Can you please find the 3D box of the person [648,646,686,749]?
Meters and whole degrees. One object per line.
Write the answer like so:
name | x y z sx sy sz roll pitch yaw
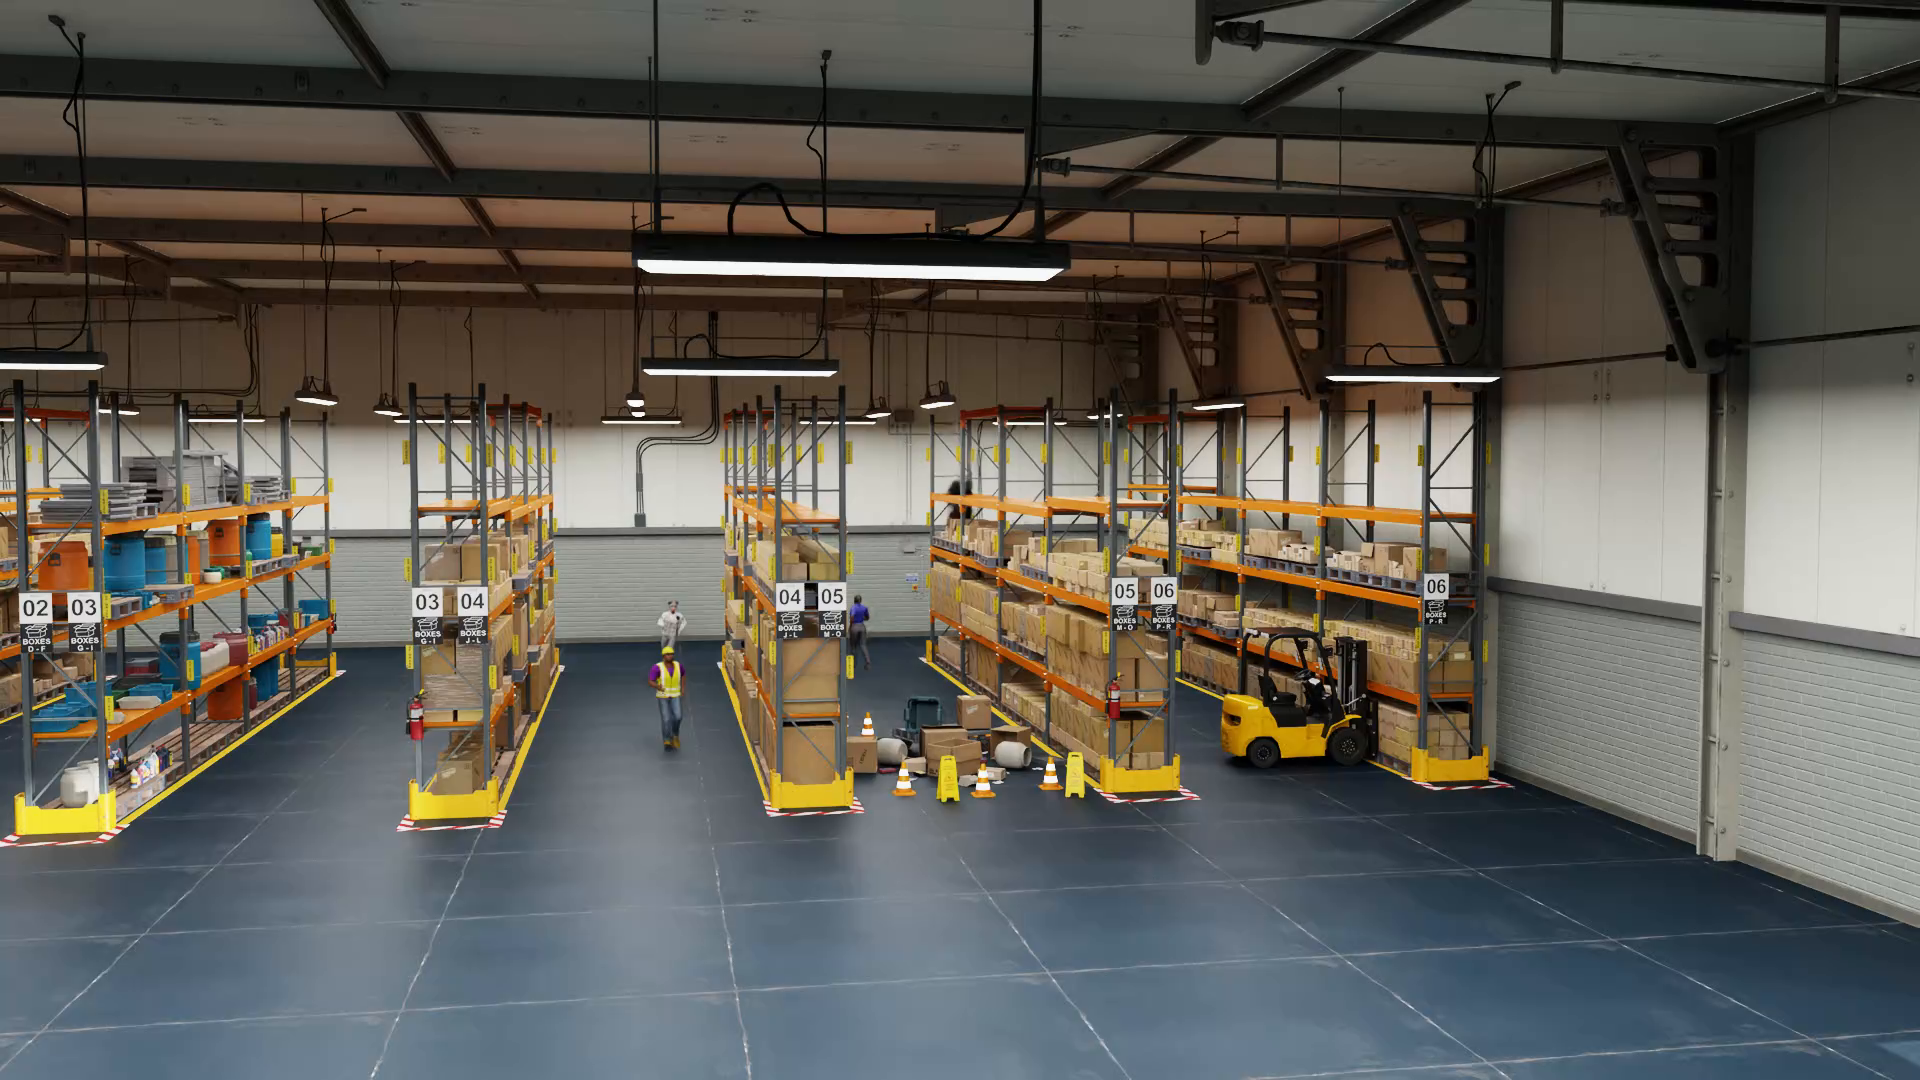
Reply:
person | -4.966 2.697 28.356 0.697 1.764 0.667 -1 3 -21

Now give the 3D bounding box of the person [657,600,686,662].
person | -6.641 2.233 38.270 0.620 1.709 0.742 0 3 1

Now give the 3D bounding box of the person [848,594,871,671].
person | -2.236 2.035 36.661 0.583 1.684 0.791 -2 3 -31
